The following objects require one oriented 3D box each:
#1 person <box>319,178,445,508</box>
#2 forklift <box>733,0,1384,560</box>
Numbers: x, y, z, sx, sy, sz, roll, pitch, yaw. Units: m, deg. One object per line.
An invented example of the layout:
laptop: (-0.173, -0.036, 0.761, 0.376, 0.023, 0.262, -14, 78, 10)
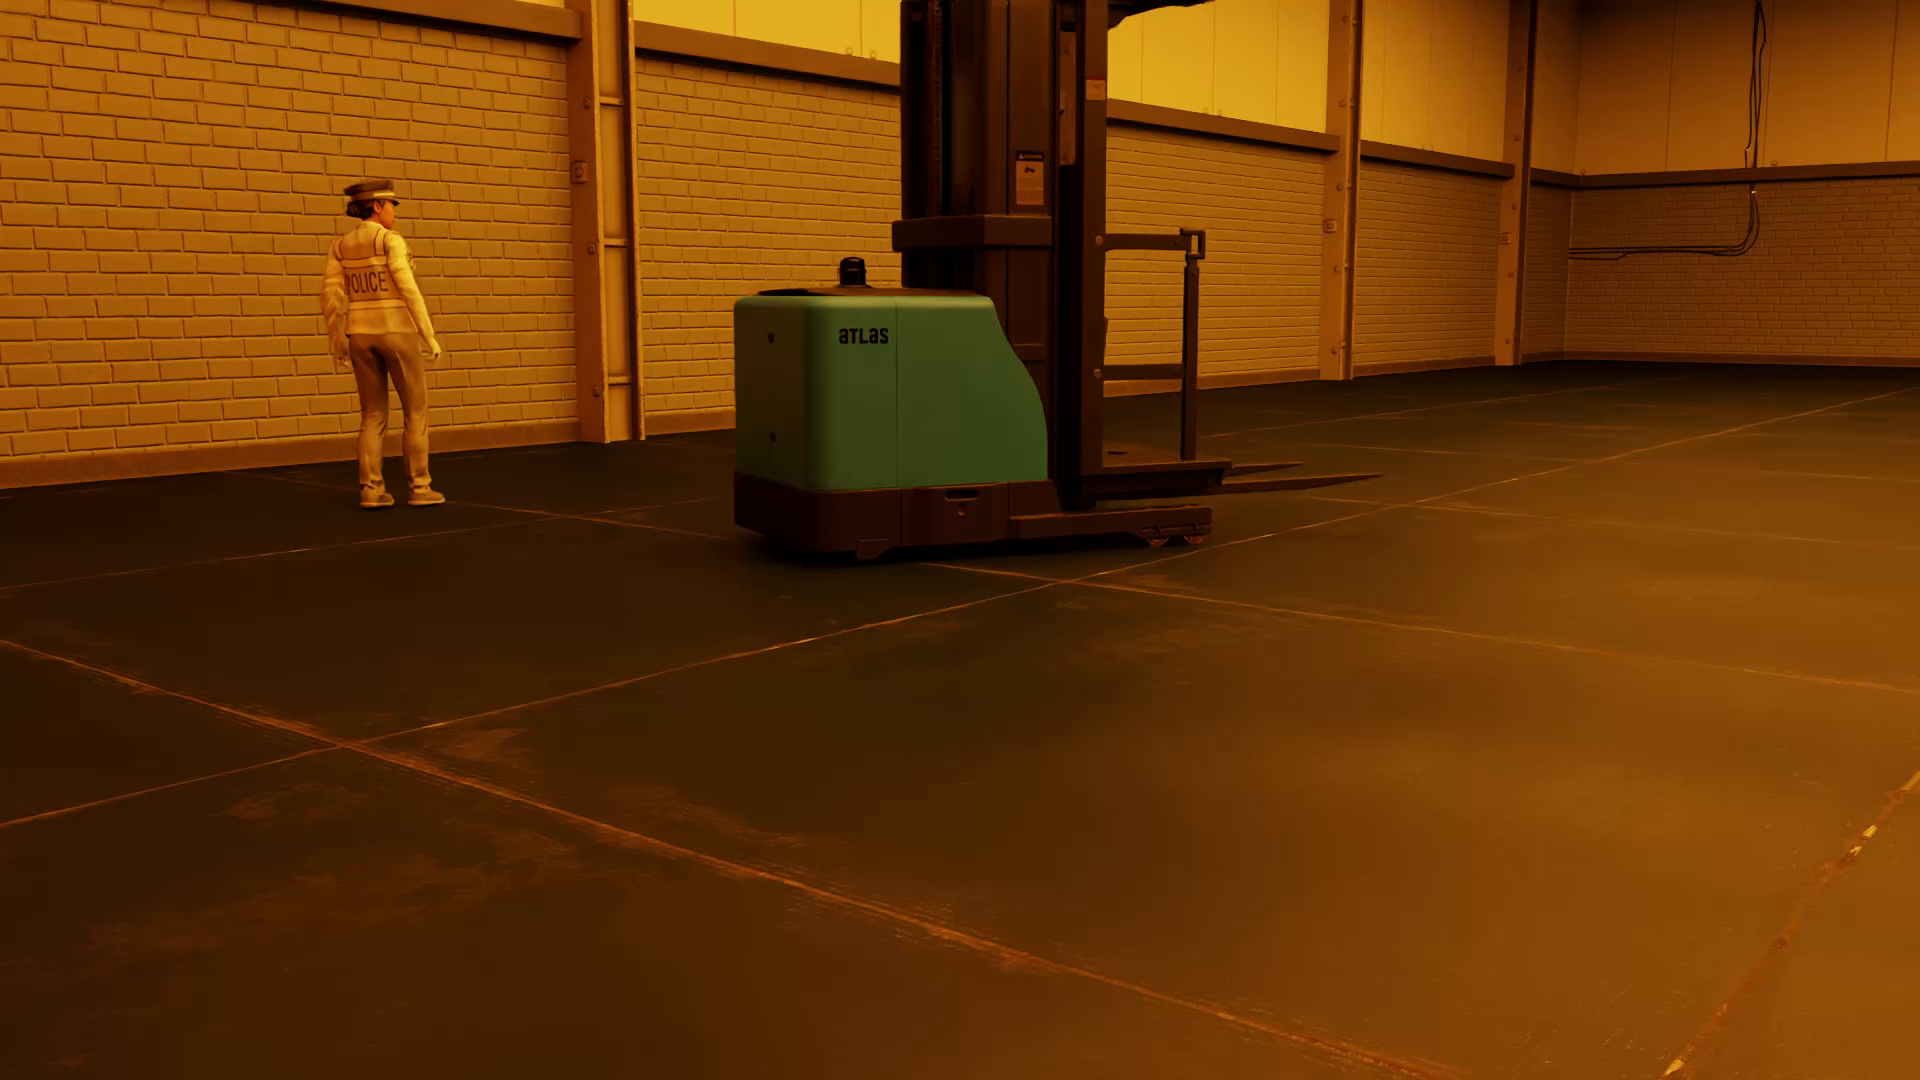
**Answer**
person: (-2.916, -1.002, 8.497, 0.630, 1.670, 0.412, 2, 9, 12)
forklift: (0.545, -1.491, 7.475, 3.031, 2.935, 1.130, -4, 9, -26)
